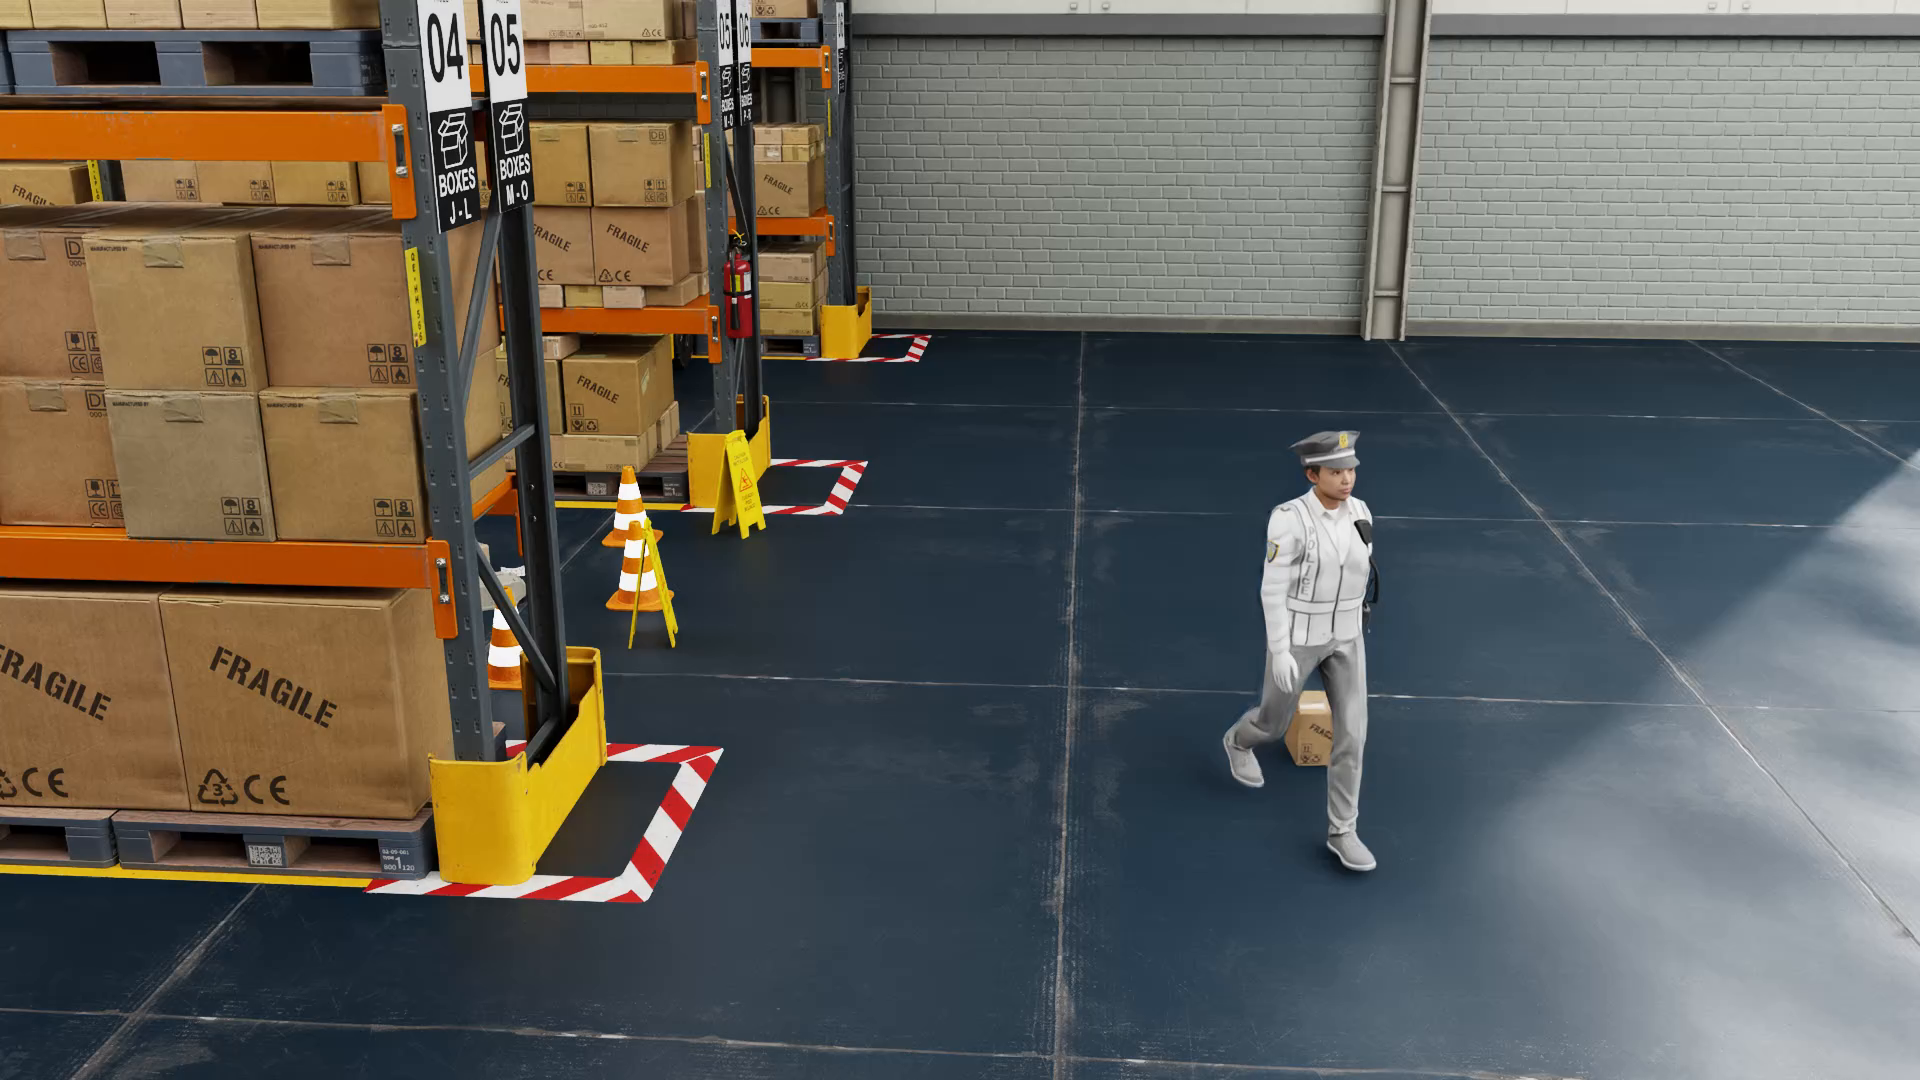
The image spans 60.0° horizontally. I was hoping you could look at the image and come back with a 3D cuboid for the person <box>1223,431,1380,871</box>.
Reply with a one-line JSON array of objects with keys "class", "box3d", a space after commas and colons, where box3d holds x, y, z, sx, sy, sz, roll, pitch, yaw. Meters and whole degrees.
[{"class": "person", "box3d": [1.344, 0.350, 6.394, 0.473, 1.646, 0.938, -5, 18, -15]}]
